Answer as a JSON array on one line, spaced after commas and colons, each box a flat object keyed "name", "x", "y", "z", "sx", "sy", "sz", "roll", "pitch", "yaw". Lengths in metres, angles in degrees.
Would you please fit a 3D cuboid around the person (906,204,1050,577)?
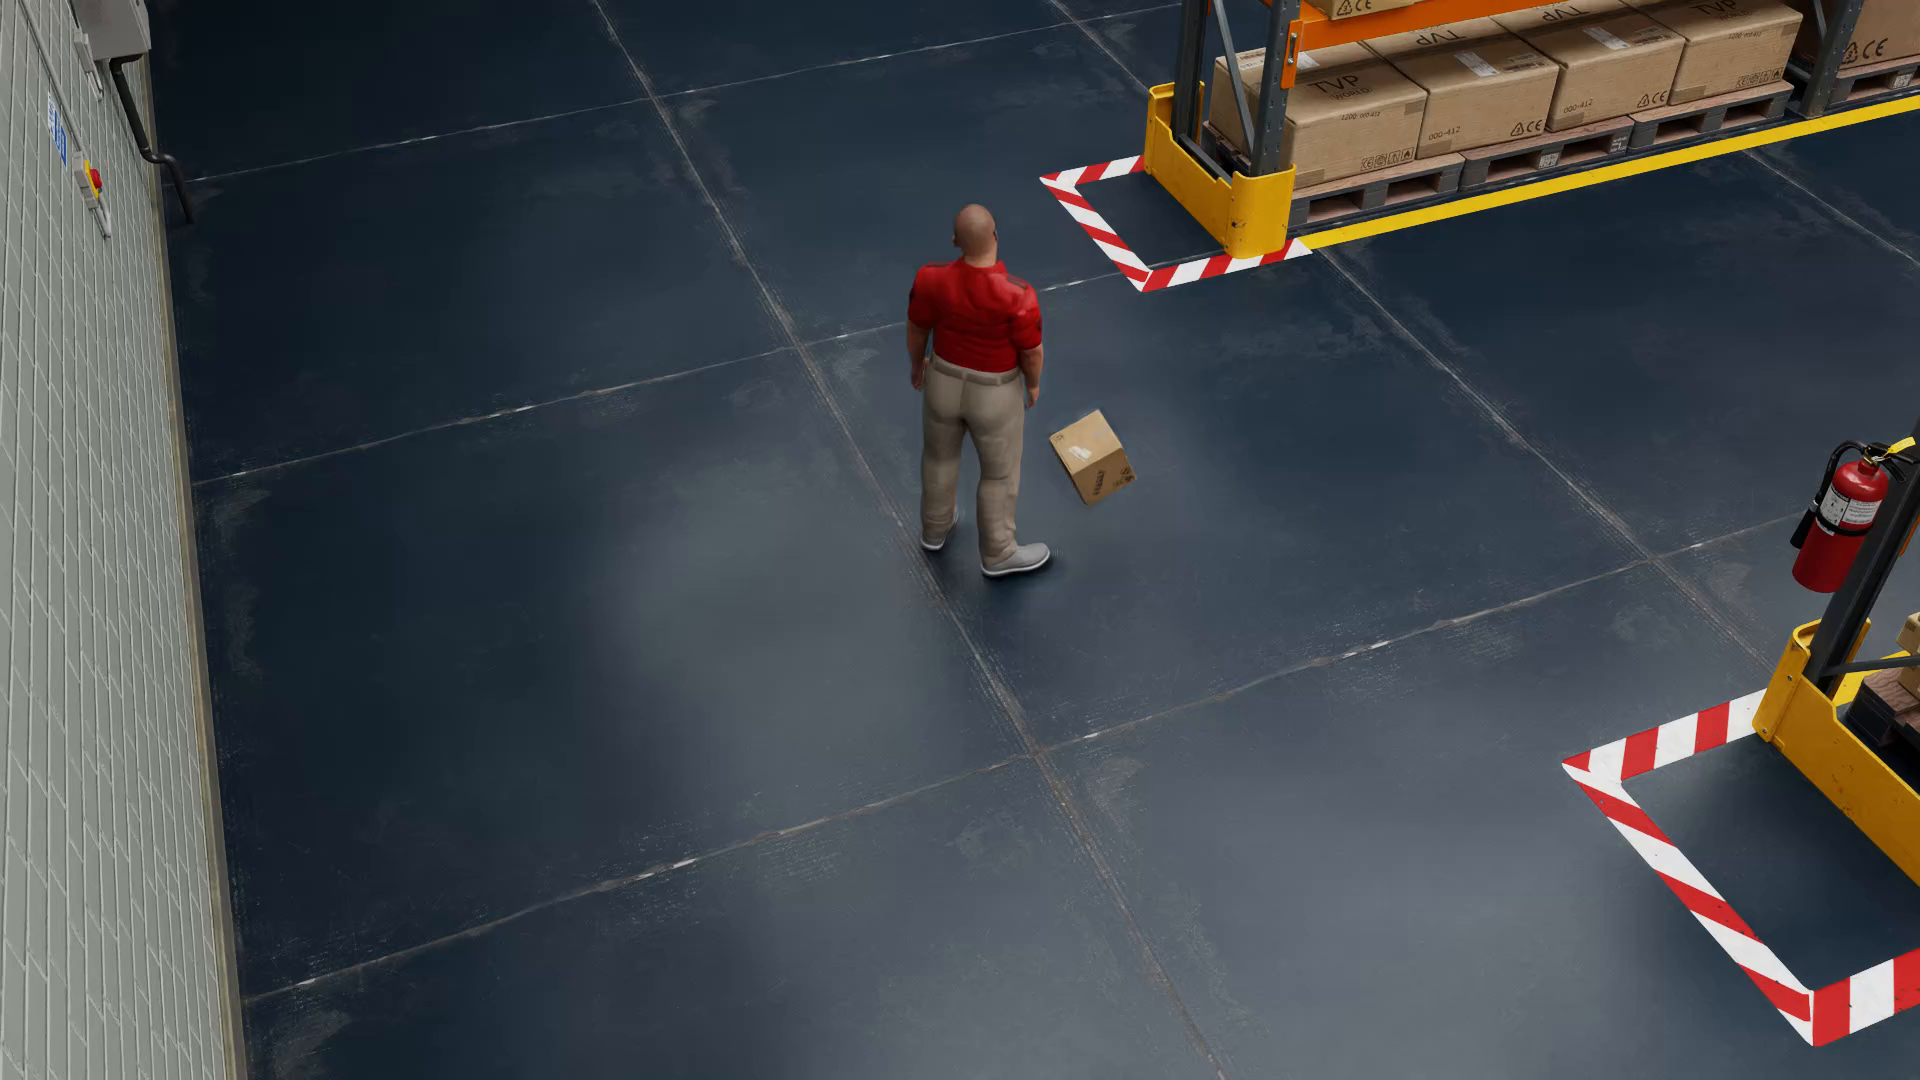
[{"name": "person", "x": 0.080, "y": -0.621, "z": 6.842, "sx": 0.649, "sy": 1.736, "sz": 0.385, "roll": 14, "pitch": 43, "yaw": 15}]
